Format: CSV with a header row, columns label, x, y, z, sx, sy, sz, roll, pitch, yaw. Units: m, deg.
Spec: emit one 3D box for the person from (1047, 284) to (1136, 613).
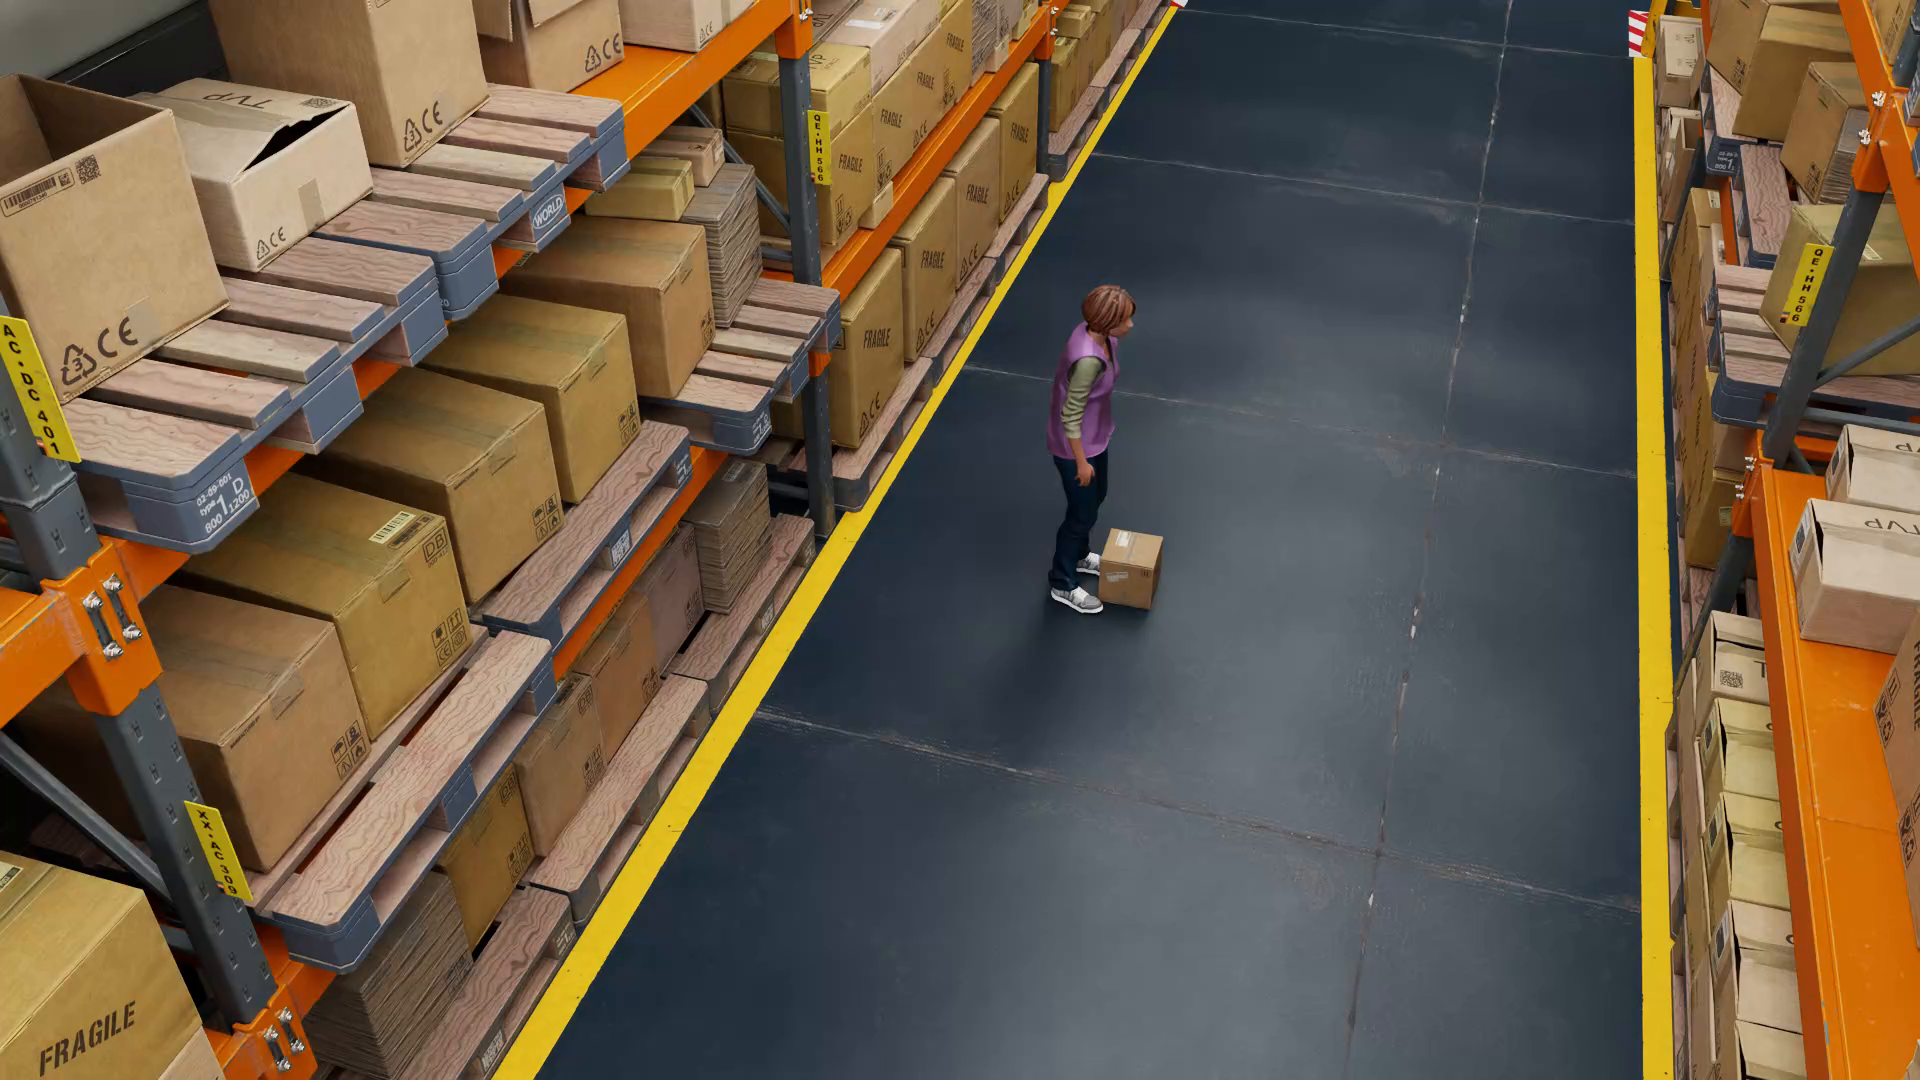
label,x,y,z,sx,sy,sz,roll,pitch,yaw
person,0.568,-0.434,7.461,0.344,1.593,0.463,11,39,14
